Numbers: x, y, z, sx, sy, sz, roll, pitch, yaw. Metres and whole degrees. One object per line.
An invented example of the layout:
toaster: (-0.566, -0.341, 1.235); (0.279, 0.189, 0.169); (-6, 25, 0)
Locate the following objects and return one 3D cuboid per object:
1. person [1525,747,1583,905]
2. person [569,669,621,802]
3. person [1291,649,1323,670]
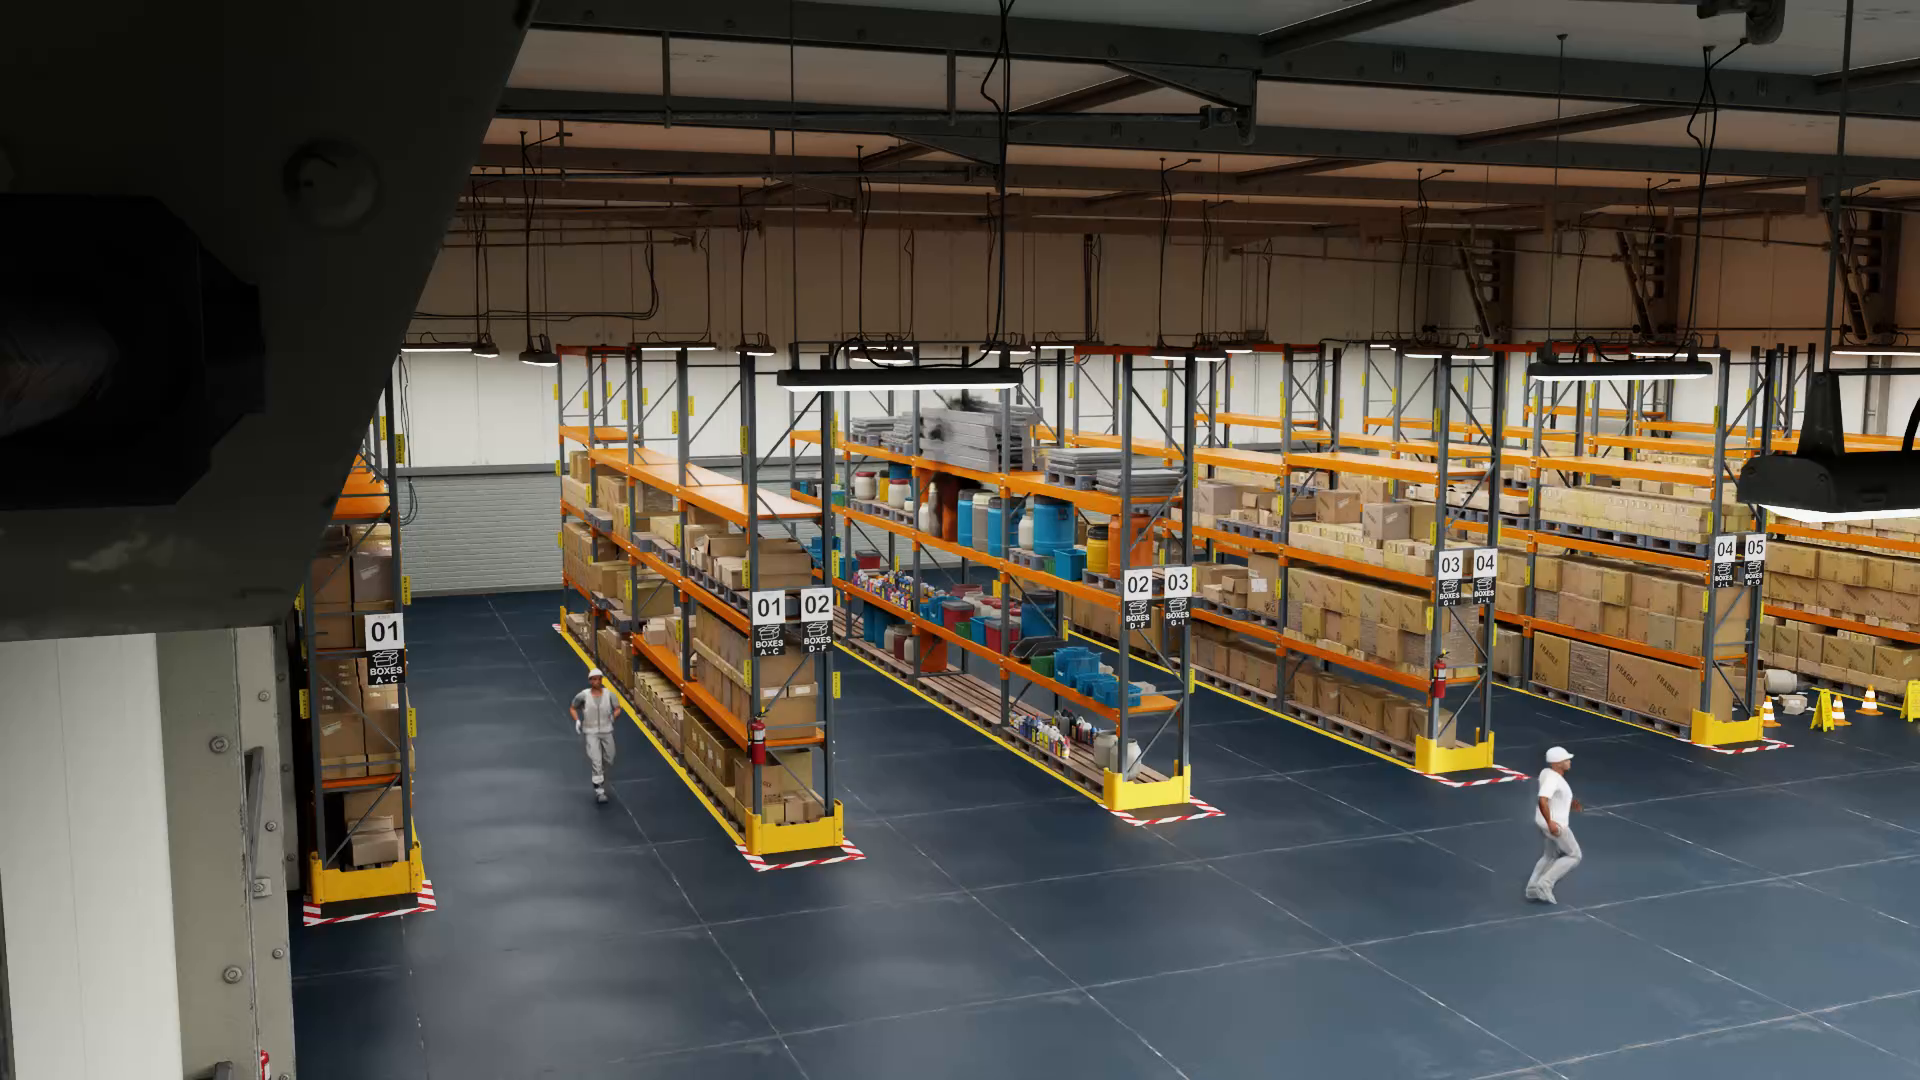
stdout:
person: (6.601, 3.139, 18.373); (0.633, 1.738, 0.700); (0, 7, 4)
person: (-4.907, 2.610, 22.492); (0.669, 1.761, 0.876); (-3, 8, -24)
person: (6.529, 1.590, 30.854); (0.677, 1.686, 0.829); (-4, 8, -27)
